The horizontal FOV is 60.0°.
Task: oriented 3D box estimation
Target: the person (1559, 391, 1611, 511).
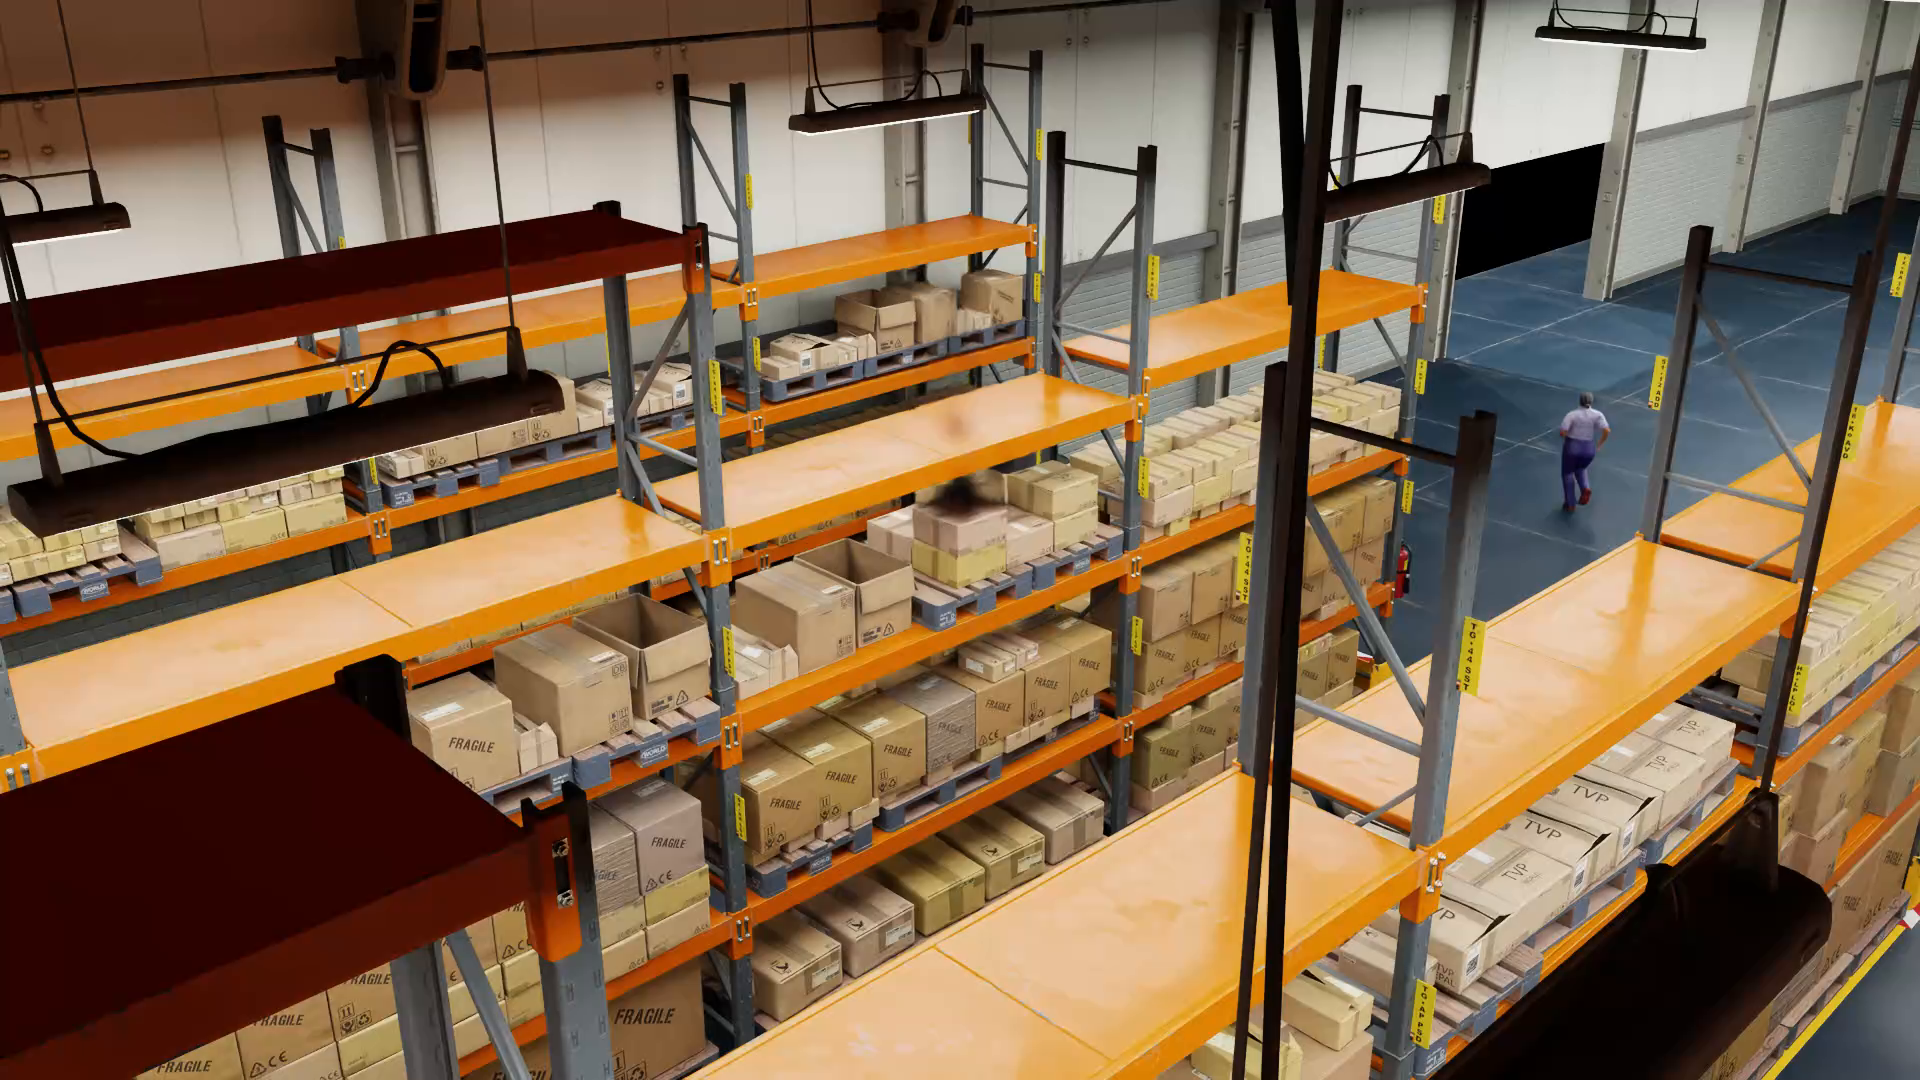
[{"bbox_3d":[8.043,-1.183,21.622,0.604,1.601,0.541,1,22,2],"label":"person"}]
